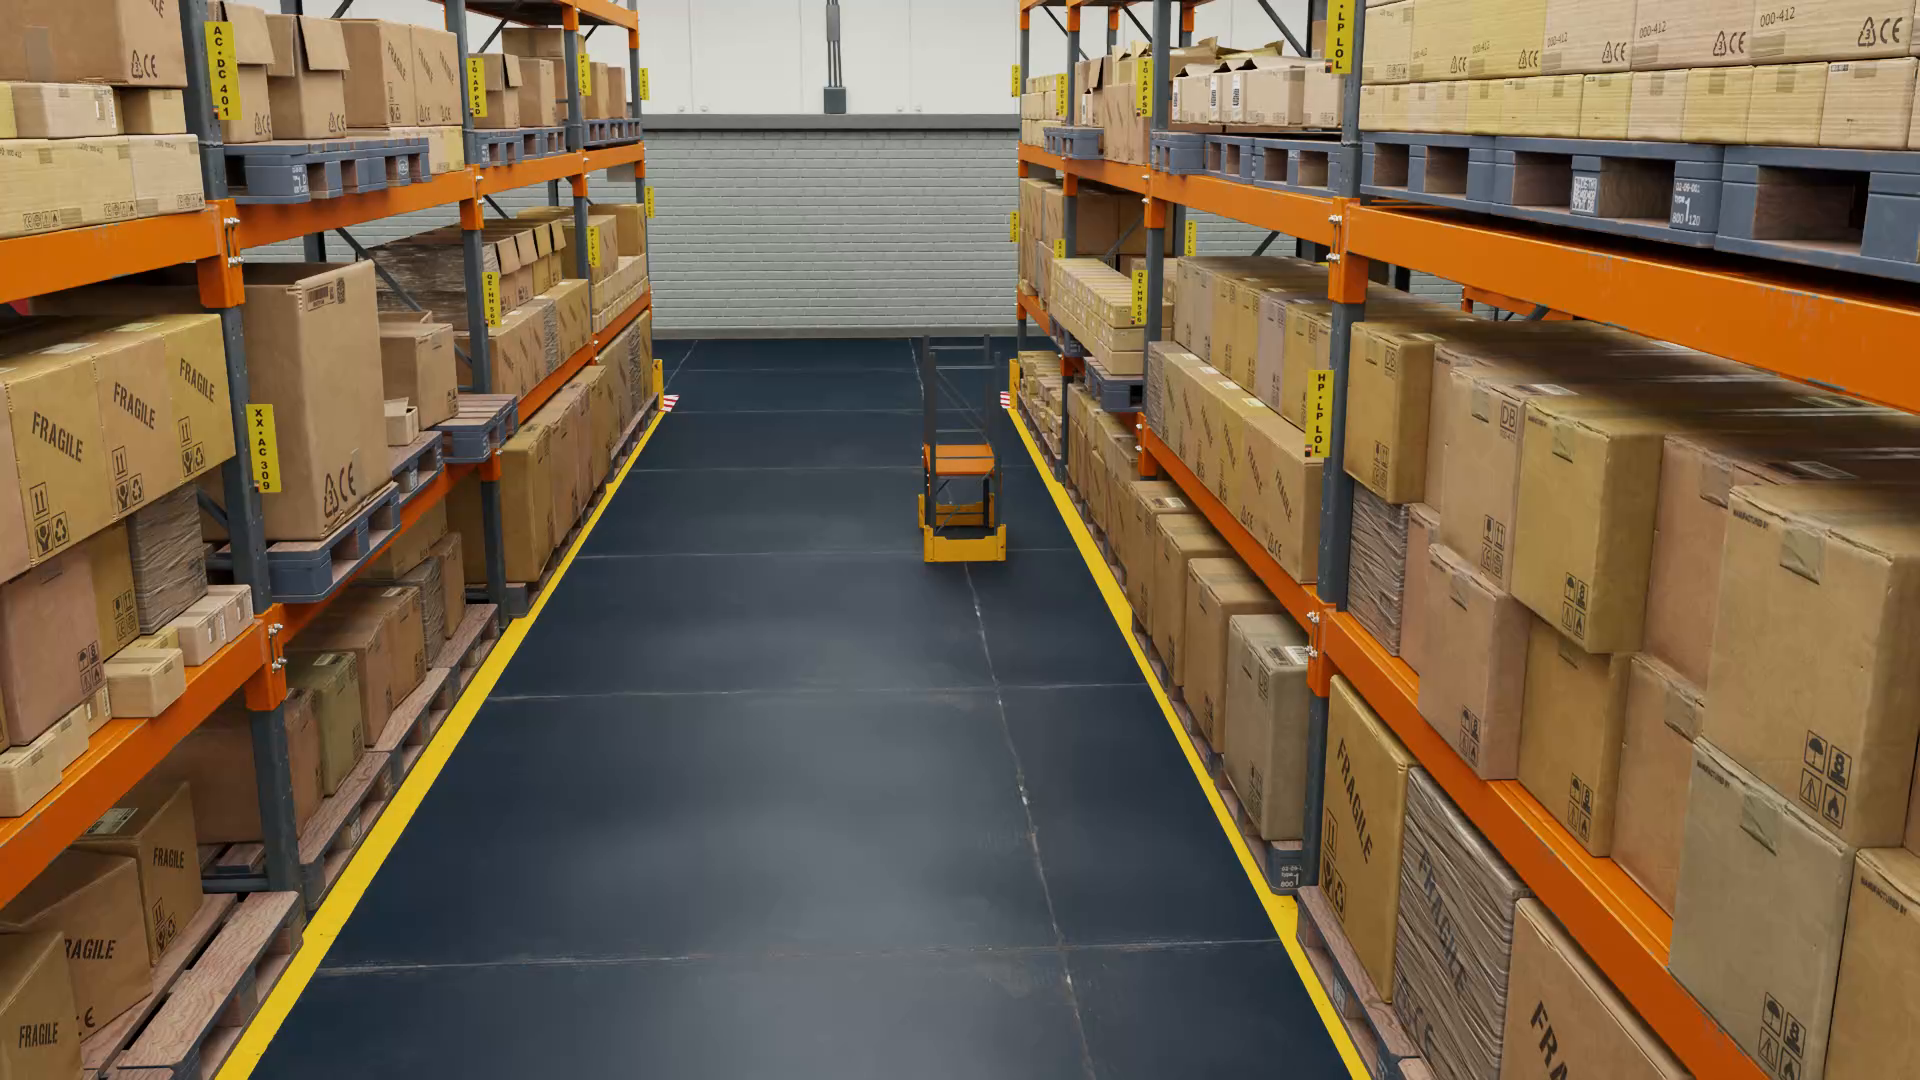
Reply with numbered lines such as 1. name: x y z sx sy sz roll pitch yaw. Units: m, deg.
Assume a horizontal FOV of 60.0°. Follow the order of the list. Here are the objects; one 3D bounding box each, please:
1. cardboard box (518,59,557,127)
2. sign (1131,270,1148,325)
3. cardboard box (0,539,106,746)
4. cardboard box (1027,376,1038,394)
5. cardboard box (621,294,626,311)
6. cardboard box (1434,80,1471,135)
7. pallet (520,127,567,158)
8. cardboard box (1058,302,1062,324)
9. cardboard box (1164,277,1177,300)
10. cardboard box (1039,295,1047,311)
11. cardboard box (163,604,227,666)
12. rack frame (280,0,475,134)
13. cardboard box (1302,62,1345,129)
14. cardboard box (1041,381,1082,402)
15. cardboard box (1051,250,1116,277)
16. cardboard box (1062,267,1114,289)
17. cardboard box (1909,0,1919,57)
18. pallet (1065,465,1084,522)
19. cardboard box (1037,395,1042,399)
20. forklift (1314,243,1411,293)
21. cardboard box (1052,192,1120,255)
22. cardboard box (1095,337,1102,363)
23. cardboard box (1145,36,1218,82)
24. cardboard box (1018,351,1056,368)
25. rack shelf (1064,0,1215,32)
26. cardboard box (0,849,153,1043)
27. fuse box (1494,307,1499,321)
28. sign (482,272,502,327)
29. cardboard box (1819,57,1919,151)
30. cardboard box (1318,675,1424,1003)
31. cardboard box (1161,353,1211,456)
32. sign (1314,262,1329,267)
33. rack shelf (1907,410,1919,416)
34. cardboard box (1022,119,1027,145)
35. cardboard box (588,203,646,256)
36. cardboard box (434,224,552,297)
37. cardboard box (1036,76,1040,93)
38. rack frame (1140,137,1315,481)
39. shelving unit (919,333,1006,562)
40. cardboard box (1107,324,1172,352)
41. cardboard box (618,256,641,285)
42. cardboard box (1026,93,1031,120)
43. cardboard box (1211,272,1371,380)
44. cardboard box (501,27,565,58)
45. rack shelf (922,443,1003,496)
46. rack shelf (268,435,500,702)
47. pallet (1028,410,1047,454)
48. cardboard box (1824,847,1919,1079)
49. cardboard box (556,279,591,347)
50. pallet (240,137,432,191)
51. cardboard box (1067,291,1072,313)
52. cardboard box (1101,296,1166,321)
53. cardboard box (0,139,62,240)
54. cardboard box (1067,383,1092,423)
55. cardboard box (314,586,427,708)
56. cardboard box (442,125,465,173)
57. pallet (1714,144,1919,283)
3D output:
1. cardboard box: -3.533 -3.453 12.864 0.700 0.500 0.500 -1 14 -2
2. sign: 1.084 -1.461 10.020 0.100 0.325 0.005 -1 14 -3
3. cardboard box: -2.990 0.265 4.679 0.875 0.500 0.500 -1 14 -3
4. cardboard box: 0.878 -1.578 16.919 0.380 0.149 0.250 0 14 -2
5. cardboard box: -3.364 -2.237 15.707 0.380 0.149 0.250 -1 14 -5
6. cardboard box: 1.604 -1.253 4.817 0.380 0.149 0.250 -1 14 -4
7. pallet: -3.473 -3.025 12.630 0.805 0.209 1.217 -1 15 -6
8. cardboard box: 0.977 -1.790 13.124 0.380 0.149 0.250 -1 14 -3
9. cardboard box: 1.695 -1.826 12.071 0.380 0.149 0.250 -1 14 -4
10. cardboard box: 0.958 -2.278 15.863 0.380 0.149 0.250 -1 14 -2
11. cardboard box: -2.771 0.330 5.729 0.380 0.149 0.250 -1 14 -3
12. rack frame: -3.331 -3.803 9.249 1.000 3.000 0.127 -1 14 -3
13. cardboard box: 1.670 -1.760 6.583 0.500 0.250 0.500 -1 14 -3
14. cardboard box: 0.971 -1.396 15.616 0.380 0.149 0.250 -2 15 -6
15. cardboard box: 1.066 -2.253 14.464 0.500 0.500 0.500 -1 14 -3
16. cardboard box: 0.993 -2.014 12.801 0.380 0.149 0.250 -1 14 -4
17. cardboard box: 1.812 -0.853 2.463 0.500 0.250 0.500 -1 14 -3
18. pallet: 1.427 -0.400 13.658 1.003 0.211 1.213 -1 14 -3
19. cardboard box: 0.980 -1.374 16.724 0.380 0.149 0.250 -1 14 -3
20. forklift: 3.736 -1.897 14.015 3.031 2.935 1.130 11 18 38
21. cardboard box: 1.079 -2.734 14.327 0.500 0.500 0.500 -1 14 -5
22. cardboard box: 1.106 -1.272 11.113 0.380 0.149 0.250 -1 14 -2
23. cardboard box: 1.341 -2.918 10.090 0.396 0.266 0.258 -1 14 -3
24. cardboard box: 0.823 -1.914 17.631 0.380 0.149 0.250 -2 15 -6
25. rack shelf: 1.501 -3.810 11.522 1.077 0.370 4.000 -1 14 -3
26. cardboard box: -3.056 1.346 5.447 0.500 0.500 0.500 4 15 14
27. fuse box: 7.797 -3.815 23.918 0.539 1.711 0.414 -1 14 -3
28. sign: -2.790 -1.431 9.904 0.100 0.325 0.005 -1 14 -3
29. cardboard box: 1.731 -0.747 2.849 0.380 0.149 0.250 -1 14 -3
30. cardboard box: 1.842 1.029 5.930 0.875 0.875 0.875 -1 14 -3
31. cardboard box: 1.418 -0.756 9.243 0.500 0.500 0.500 -1 14 -4
32. sign: 2.179 -1.519 10.089 0.100 0.325 0.005 -1 14 -3
33. rack shelf: 6.684 -0.205 8.748 1.077 0.370 4.000 -1 14 -3
34. cardboard box: 0.902 -4.203 17.125 0.500 0.250 0.500 0 14 -1
35. cardboard box: -3.534 -3.205 17.162 0.500 0.500 0.500 -1 14 -3
36. cardboard box: -3.500 -2.097 12.444 0.797 0.503 0.637 -1 14 -3
37. cardboard box: 0.922 -4.348 15.883 0.380 0.149 0.250 0 14 -2
38. rack frame: 1.625 -0.949 10.196 1.000 3.000 0.127 -1 14 -3
39. shelving unit: 0.005 -0.707 12.266 0.587 1.500 1.083 -1 14 -3
40. cardboard box: 1.140 -1.291 10.589 0.380 0.149 0.250 -1 14 -2
41. cardboard box: -3.501 -2.716 16.768 0.500 0.250 0.500 -1 14 -4
42. cardboard box: 0.931 -4.318 16.567 0.500 0.250 0.500 -1 14 -4
43. cardboard box: 1.710 -1.117 8.640 0.700 0.500 0.500 -1 14 -4
44. cardboard box: -3.631 -4.243 14.228 0.500 0.250 0.500 -2 15 -7
45. rack shelf: 0.005 -0.531 12.302 0.538 0.185 1.000 -1 14 -3
46. rack shelf: -3.207 -0.052 8.153 1.077 0.370 4.000 -1 14 -3
47. pallet: 1.222 -1.064 16.239 1.003 0.211 1.213 -1 14 -3
48. cardboard box: 2.053 0.876 2.801 0.875 0.550 0.550 -1 14 -3
49. cardboard box: -3.278 -1.829 13.415 0.500 0.500 0.500 -1 14 -3
50. pallet: -3.083 -1.678 7.385 1.213 0.211 1.003 -1 14 -3
51. cardboard box: 1.013 -1.805 12.585 0.380 0.149 0.250 0 14 -1
52. cardboard box: 1.124 -1.497 10.790 0.380 0.149 0.250 -1 14 -4
53. cardboard box: -2.736 -0.917 4.352 0.500 0.250 0.500 -1 14 -4
54. cardboard box: 1.160 -1.112 13.498 0.500 0.250 0.500 -2 15 -6
55. cardboard box: -3.181 0.545 8.524 0.700 0.500 0.500 0 14 1
56. cardboard box: -3.057 -2.164 9.197 0.500 0.250 0.500 -1 14 -3
57. pallet: 2.065 -0.554 2.817 1.003 0.211 1.213 -1 14 -3
